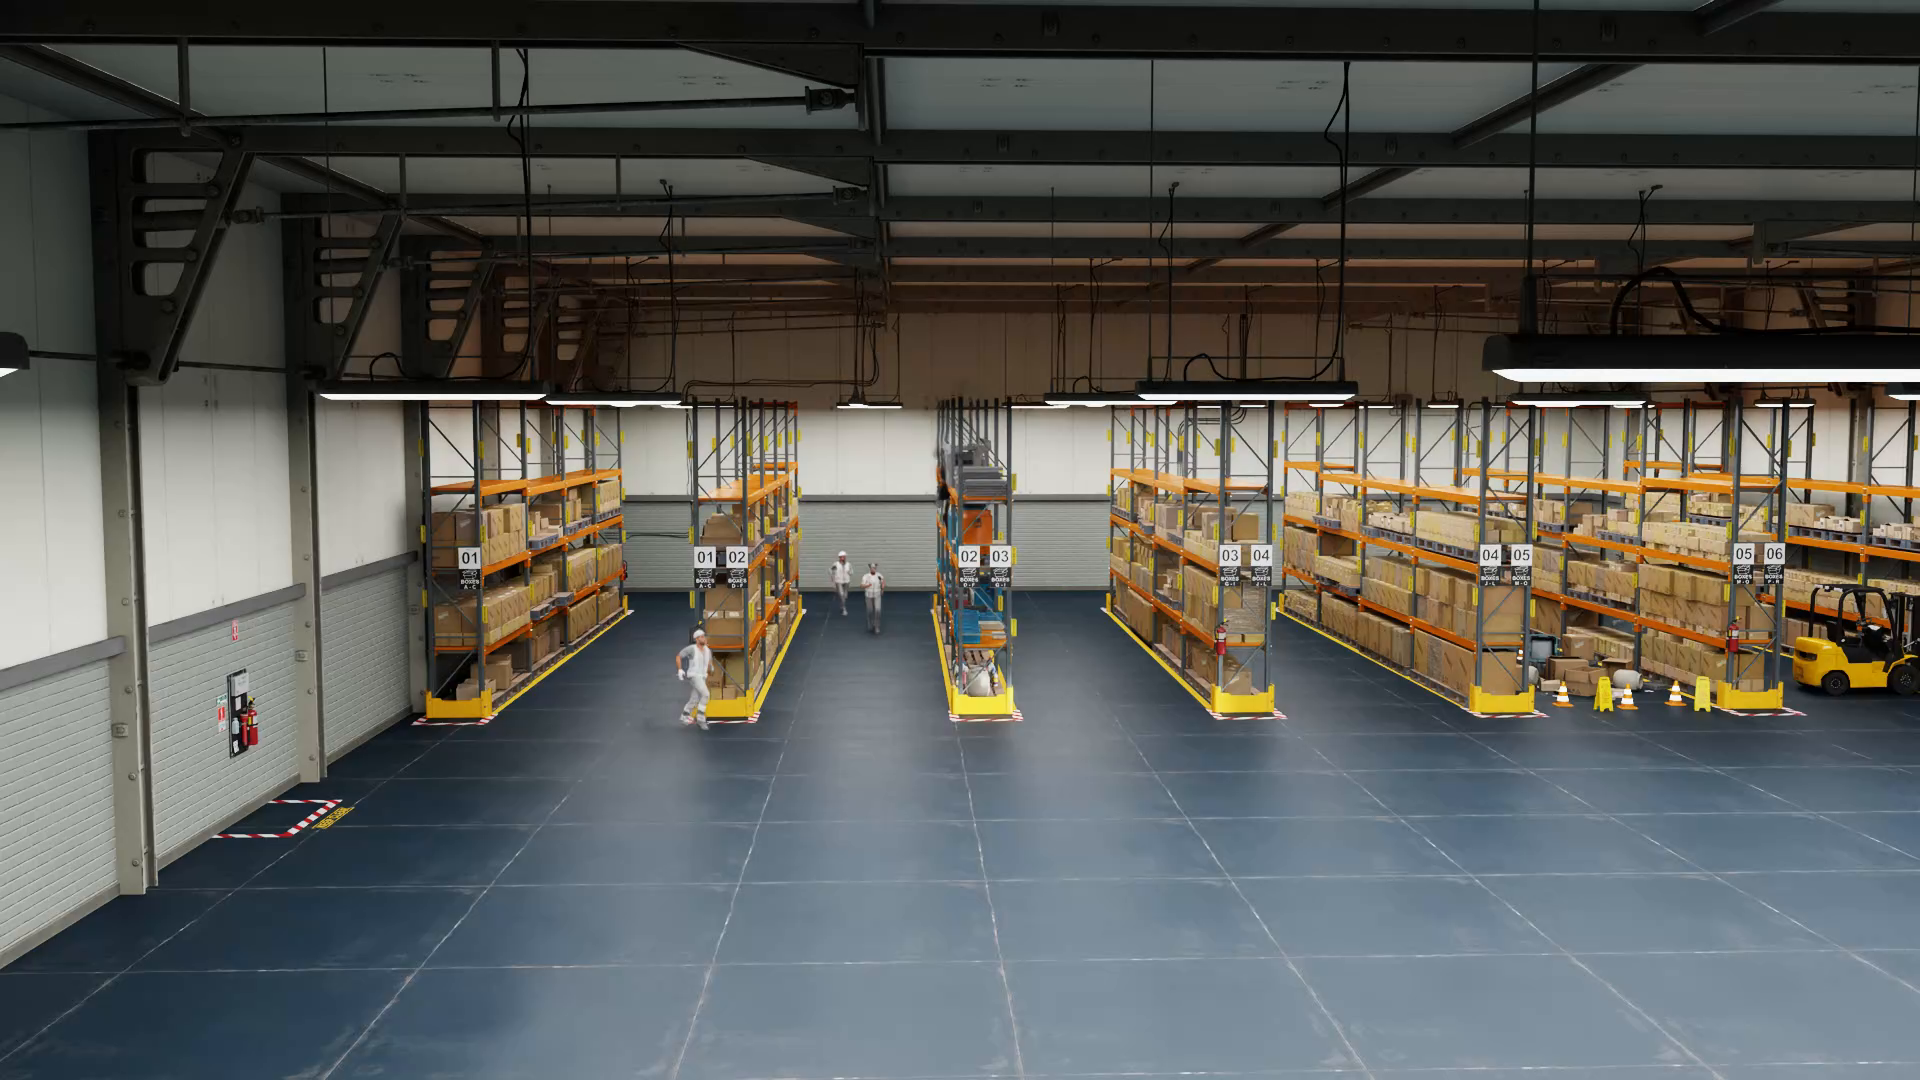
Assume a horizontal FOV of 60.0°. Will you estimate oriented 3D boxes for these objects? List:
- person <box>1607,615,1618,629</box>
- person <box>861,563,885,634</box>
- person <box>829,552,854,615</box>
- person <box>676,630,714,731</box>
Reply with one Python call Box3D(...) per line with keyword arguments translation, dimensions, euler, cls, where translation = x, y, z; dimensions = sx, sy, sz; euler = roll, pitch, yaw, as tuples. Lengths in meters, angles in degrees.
Box3D(translation=(17.130, 1.550, 43.495), dimensions=(0.664, 1.663, 0.554), euler=(-1, 4, -9), cls="person")
Box3D(translation=(-2.257, 1.496, 43.237), dimensions=(0.642, 1.840, 0.763), euler=(0, 4, -6), cls="person")
Box3D(translation=(-3.307, 1.205, 47.060), dimensions=(0.665, 1.747, 1.018), euler=(-2, 5, -23), cls="person")
Box3D(translation=(-4.715, 2.509, 30.040), dimensions=(0.737, 1.759, 0.684), euler=(3, 5, 32), cls="person")
